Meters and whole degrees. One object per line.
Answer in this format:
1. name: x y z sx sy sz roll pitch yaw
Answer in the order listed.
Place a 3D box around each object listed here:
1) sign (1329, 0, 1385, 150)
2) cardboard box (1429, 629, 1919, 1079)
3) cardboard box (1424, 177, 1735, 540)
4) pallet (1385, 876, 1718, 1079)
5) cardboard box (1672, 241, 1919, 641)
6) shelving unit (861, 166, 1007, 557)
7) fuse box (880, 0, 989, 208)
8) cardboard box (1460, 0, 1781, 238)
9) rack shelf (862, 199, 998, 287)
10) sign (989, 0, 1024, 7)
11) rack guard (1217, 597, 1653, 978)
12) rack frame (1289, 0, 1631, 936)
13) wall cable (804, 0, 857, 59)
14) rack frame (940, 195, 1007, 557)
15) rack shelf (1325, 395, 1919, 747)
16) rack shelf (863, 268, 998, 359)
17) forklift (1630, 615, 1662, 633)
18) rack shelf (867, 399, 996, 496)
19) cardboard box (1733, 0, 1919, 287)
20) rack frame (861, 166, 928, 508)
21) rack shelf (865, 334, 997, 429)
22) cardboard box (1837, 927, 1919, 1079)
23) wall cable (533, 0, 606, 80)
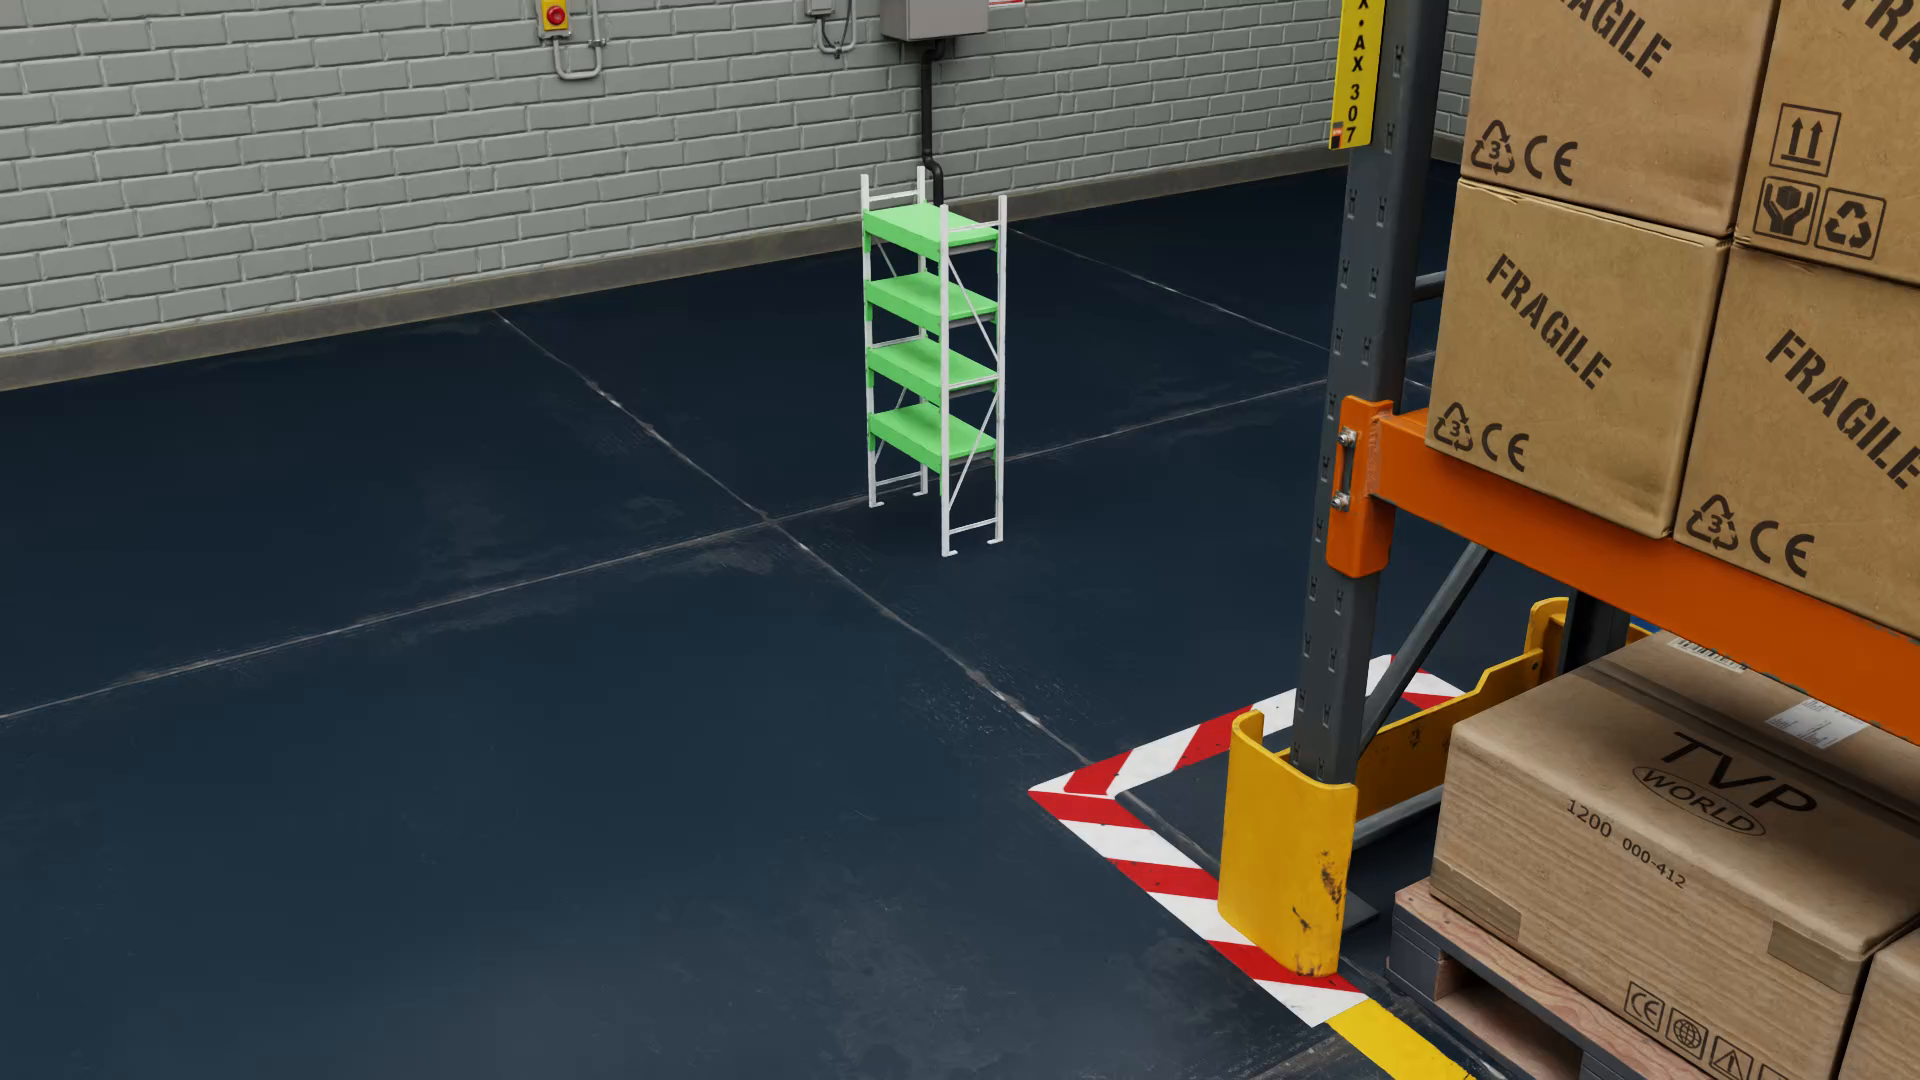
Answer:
1. sign: 0.709 -0.862 2.956 0.100 0.325 0.005 -16 29 -30
2. cardboard box: 1.621 0.619 3.434 0.875 0.438 0.875 -17 30 -31
3. cardboard box: 1.198 -0.369 2.901 0.500 0.500 0.500 -16 30 -30
4. pallet: 1.679 0.966 3.456 1.003 0.211 1.213 -16 29 -30
5. cardboard box: 1.498 -0.195 2.531 0.500 0.500 0.500 -16 30 -30
6. shelving unit: -0.090 -0.602 5.619 0.258 1.200 0.503 -16 29 -30
7. fuse box: -0.081 -2.428 8.890 0.539 1.711 0.414 -16 29 -30
8. cardboard box: 1.200 -0.822 2.688 0.500 0.500 0.500 -16 30 -31
9. rack shelf: -0.090 -0.978 5.442 0.258 0.148 0.480 -16 29 -30
10. sign: 0.220 -3.157 9.036 0.329 0.494 0.001 -16 29 -30
11. rack guard: 1.164 0.559 3.979 1.175 0.500 0.348 -16 29 -30
12. rack frame: 1.177 -0.562 3.428 1.000 3.000 0.127 -16 29 -30
13. wall cable: -0.739 -3.368 8.180 0.588 1.984 0.122 -16 29 -30
14. rack frame: 0.043 -0.515 5.434 0.240 1.200 0.015 -16 29 -30
15. rack shelf: 2.269 0.478 2.066 1.077 0.370 4.000 -16 29 -30
16. rack shelf: -0.090 -0.761 5.544 0.258 0.148 0.480 -16 29 -30
17. forklift: 3.180 -0.592 3.571 3.031 2.935 1.130 20 32 36
18. rack shelf: -0.090 -0.327 5.749 0.258 0.148 0.480 -16 29 -30
19. cardboard box: 1.488 -0.638 2.300 0.500 0.500 0.500 -16 30 -31
20. rack frame: -0.224 -0.689 5.804 0.240 1.200 0.015 -16 29 -30
21. rack shelf: -0.090 -0.544 5.647 0.258 0.148 0.480 -16 29 -30
22. cardboard box: 2.128 0.945 2.745 0.875 0.438 0.875 -15 29 -28
23. wall cable: -1.921 -3.047 7.465 0.585 1.953 0.123 -16 29 -30
